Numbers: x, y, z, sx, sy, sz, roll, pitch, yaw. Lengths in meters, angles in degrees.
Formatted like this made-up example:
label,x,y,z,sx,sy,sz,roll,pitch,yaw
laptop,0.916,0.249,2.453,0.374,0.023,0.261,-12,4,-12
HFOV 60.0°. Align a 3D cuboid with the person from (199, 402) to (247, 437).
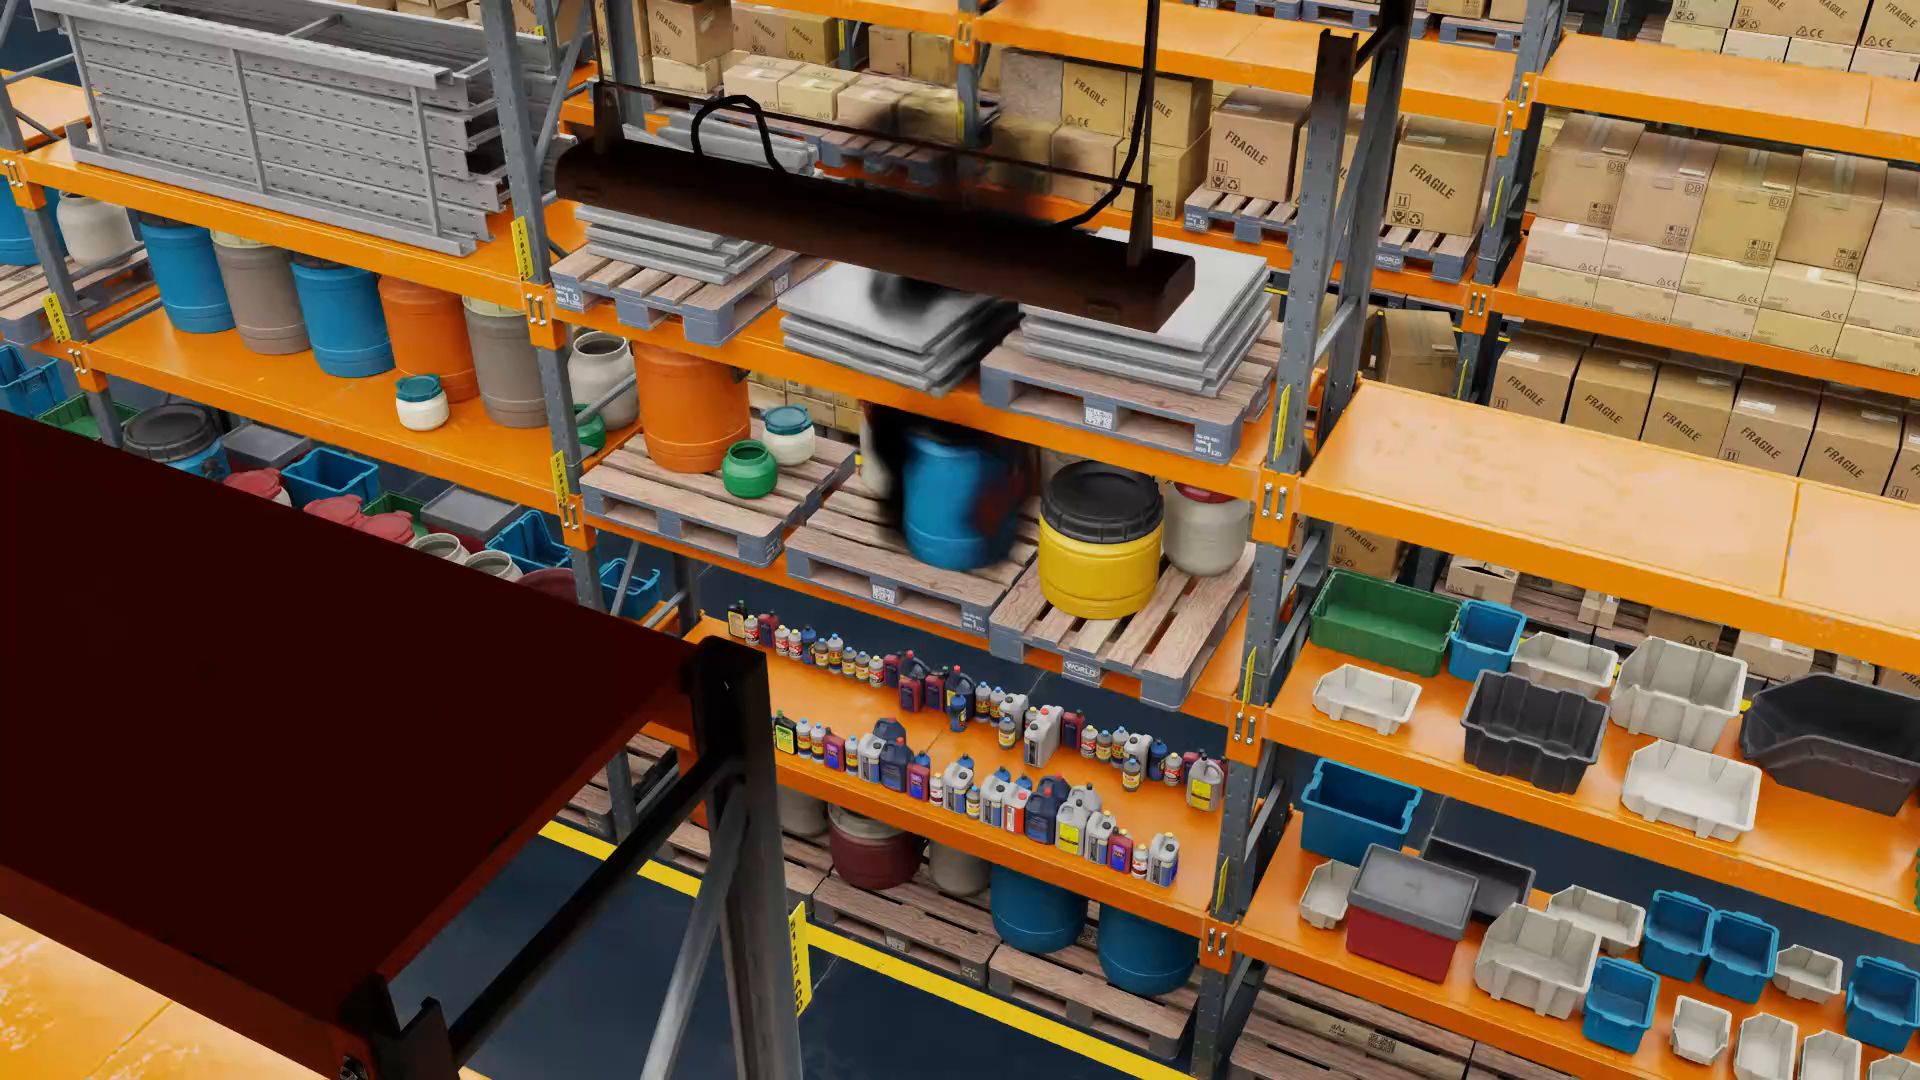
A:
label,x,y,z,sx,sy,sz,roll,pitch,yaw
person,-6.354,-1.346,14.274,0.926,1.807,0.729,13,37,17
